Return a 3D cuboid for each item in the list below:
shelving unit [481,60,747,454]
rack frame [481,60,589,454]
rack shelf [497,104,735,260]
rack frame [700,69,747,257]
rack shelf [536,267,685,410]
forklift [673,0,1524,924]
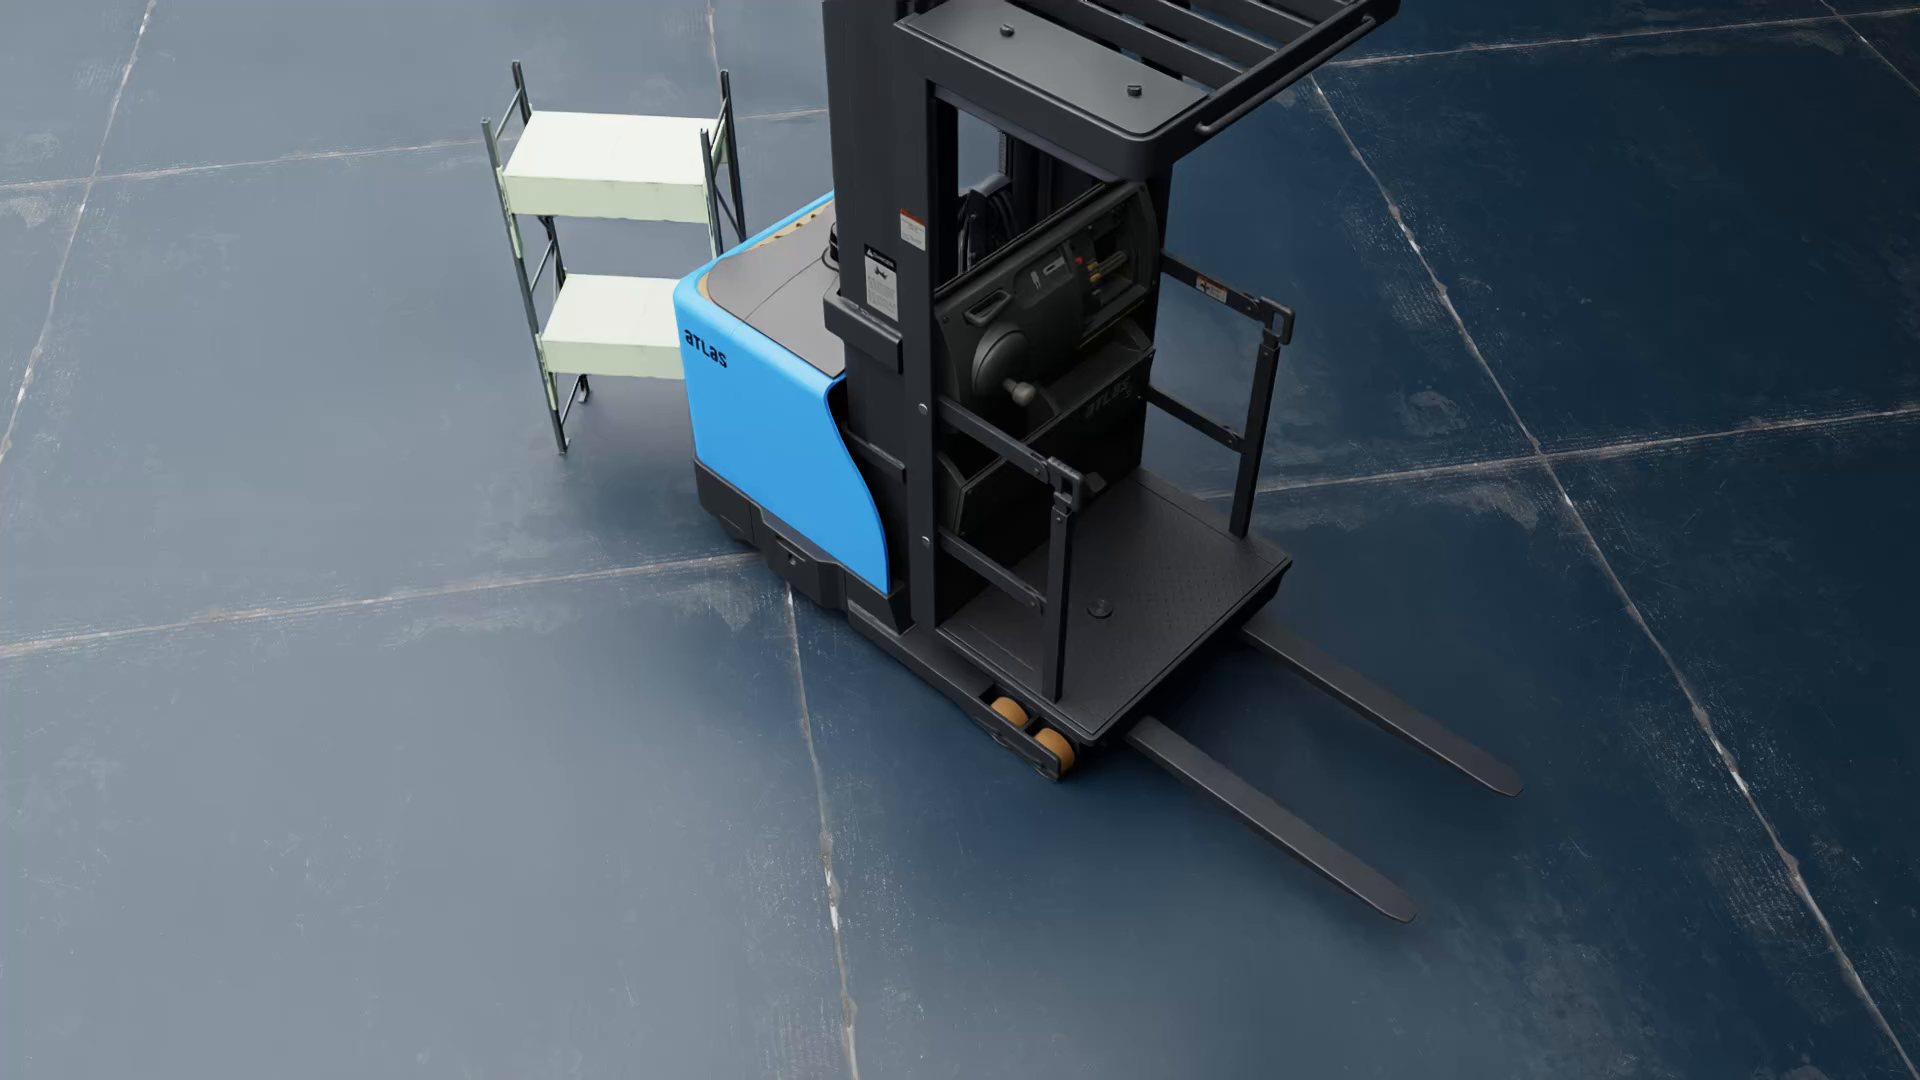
[{"bbox_3d":[-1.192,-0.981,6.154,0.755,1.500,0.431,3,46,3],"label":"shelving unit"},{"bbox_3d":[-1.557,-1.003,6.175,0.023,1.500,0.400,3,46,3],"label":"rack frame"},{"bbox_3d":[-1.192,-1.252,5.873,0.720,0.370,0.431,3,46,3],"label":"rack shelf"},{"bbox_3d":[-0.827,-0.959,6.132,0.023,1.500,0.400,3,46,3],"label":"rack frame"},{"bbox_3d":[-1.192,-0.755,6.388,0.720,0.370,0.431,3,46,3],"label":"rack shelf"},{"bbox_3d":[0.433,-0.661,4.851,3.031,2.935,1.130,34,55,28],"label":"forklift"}]
